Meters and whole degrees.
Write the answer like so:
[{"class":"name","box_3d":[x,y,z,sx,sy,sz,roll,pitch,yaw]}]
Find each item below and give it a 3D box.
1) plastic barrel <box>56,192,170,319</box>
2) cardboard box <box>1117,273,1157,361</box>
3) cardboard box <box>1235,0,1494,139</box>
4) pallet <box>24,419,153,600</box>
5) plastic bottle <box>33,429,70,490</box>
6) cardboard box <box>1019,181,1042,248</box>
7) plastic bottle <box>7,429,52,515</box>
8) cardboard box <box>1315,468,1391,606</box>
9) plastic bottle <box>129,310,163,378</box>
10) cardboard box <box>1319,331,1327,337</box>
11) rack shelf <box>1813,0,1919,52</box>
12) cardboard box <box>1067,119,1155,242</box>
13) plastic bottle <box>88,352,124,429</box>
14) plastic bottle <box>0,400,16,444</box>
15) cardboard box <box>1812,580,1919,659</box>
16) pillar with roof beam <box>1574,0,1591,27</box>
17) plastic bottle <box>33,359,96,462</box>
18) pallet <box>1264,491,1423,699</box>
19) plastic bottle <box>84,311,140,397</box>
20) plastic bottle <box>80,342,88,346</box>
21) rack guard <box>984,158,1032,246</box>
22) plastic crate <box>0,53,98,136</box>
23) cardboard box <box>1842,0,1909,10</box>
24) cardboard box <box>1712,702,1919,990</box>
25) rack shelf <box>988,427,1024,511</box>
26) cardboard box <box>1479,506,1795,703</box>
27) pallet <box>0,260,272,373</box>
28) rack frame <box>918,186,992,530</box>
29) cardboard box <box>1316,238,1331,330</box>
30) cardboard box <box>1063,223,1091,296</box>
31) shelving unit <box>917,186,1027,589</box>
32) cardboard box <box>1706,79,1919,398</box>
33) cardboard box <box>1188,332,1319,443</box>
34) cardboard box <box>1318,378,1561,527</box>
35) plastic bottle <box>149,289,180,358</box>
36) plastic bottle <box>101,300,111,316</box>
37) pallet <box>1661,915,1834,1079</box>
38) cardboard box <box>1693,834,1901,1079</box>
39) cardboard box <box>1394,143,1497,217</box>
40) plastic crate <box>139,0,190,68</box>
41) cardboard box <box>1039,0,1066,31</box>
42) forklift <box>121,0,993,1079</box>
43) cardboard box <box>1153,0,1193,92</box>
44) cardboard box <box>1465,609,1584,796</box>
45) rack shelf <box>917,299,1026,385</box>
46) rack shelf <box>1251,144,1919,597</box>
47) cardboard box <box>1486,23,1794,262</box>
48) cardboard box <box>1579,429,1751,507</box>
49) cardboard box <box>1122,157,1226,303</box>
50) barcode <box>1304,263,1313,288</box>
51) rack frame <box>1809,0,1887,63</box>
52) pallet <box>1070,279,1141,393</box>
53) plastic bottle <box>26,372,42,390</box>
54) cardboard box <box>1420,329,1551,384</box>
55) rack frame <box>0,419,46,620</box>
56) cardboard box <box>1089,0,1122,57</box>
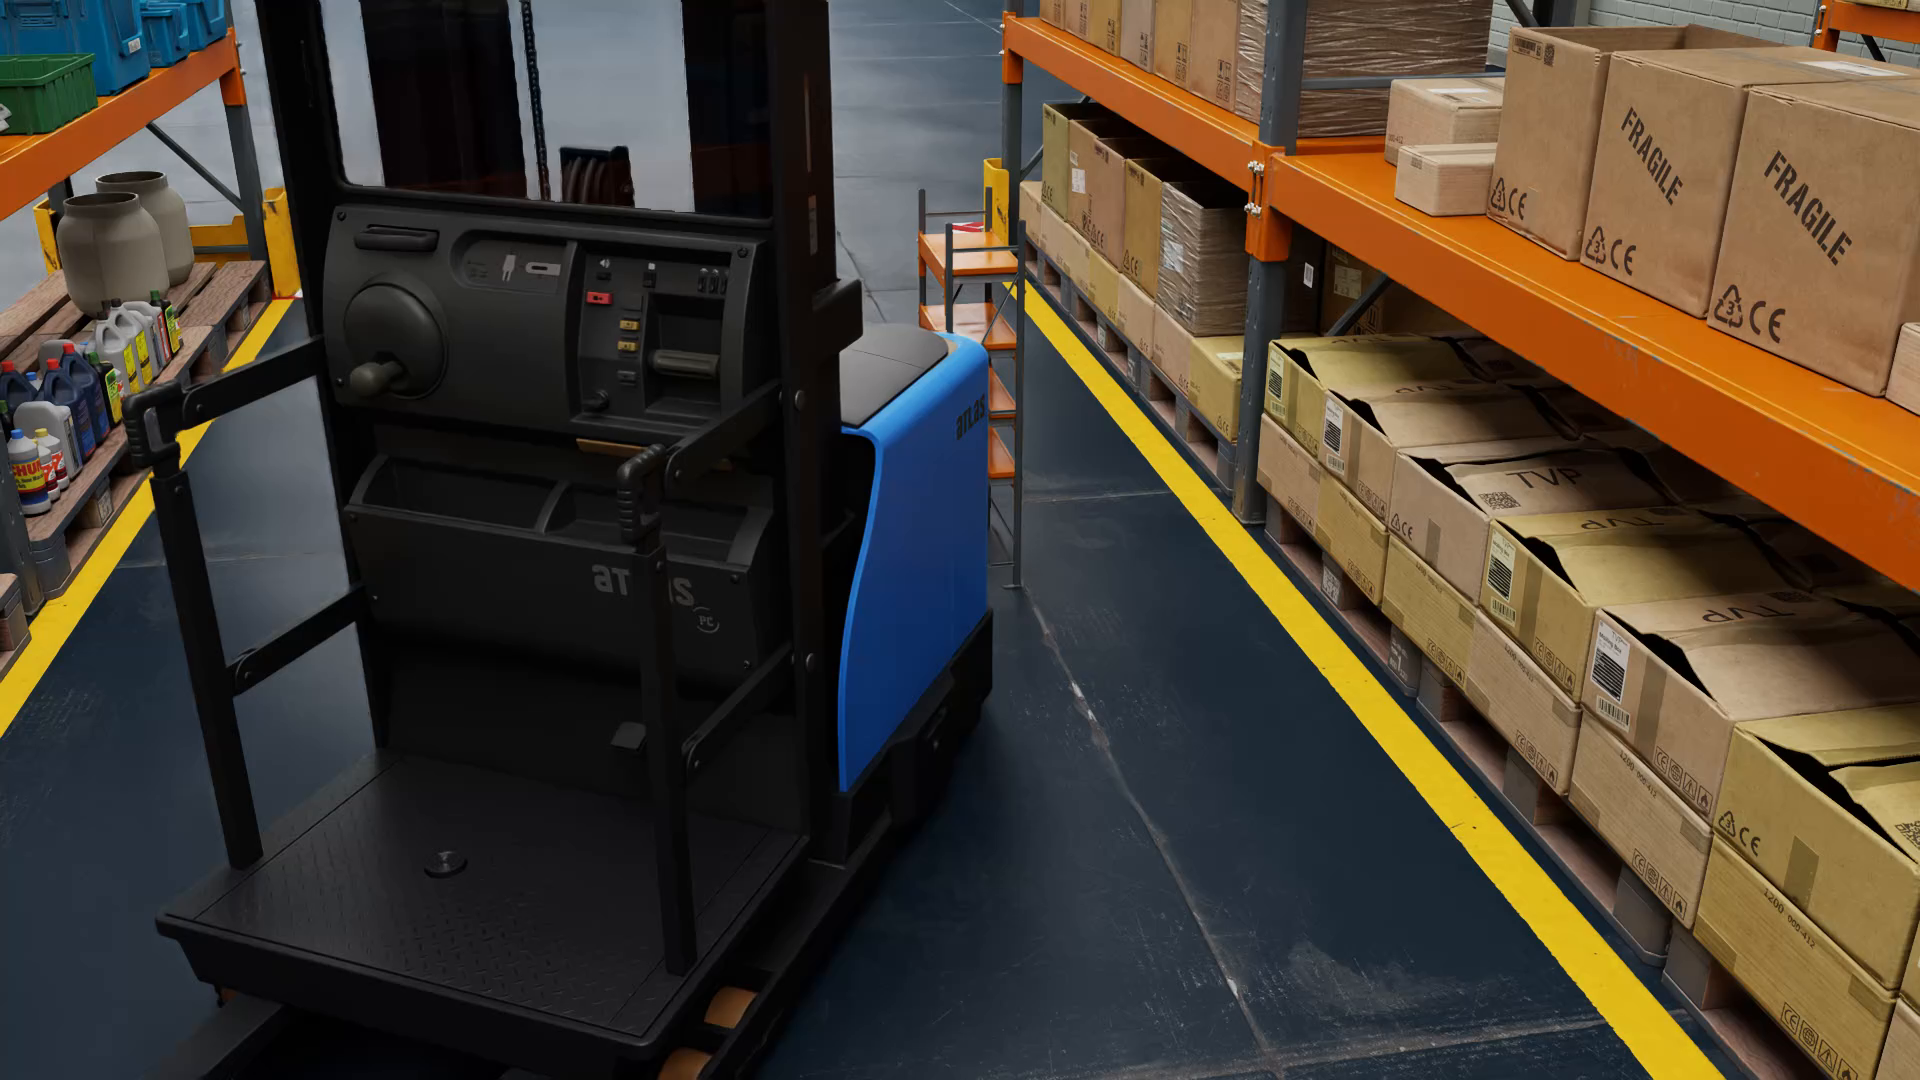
[{"class":"plastic barrel","box_3d":[-3.843,-1.291,7.542,0.421,0.512,0.421,0,24,0]},{"class":"cardboard box","box_3d":[0.985,-0.973,7.140,0.500,0.250,0.500,-4,24,-10]},{"class":"cardboard box","box_3d":[1.387,-1.701,5.772,0.700,0.500,0.500,-5,24,-11]},{"class":"pallet","box_3d":[-3.476,-0.105,5.727,1.003,0.211,1.213,-4,24,-10]},{"class":"plastic bottle","box_3d":[-3.059,-0.273,5.574,0.097,0.201,0.097,0,24,0]},{"class":"cardboard box","box_3d":[0.617,-1.759,8.941,0.500,0.250,0.500,-4,24,-10]},{"class":"plastic bottle","box_3d":[-3.021,-0.225,5.377,0.097,0.271,0.097,0,24,0]},{"class":"cardboard box","box_3d":[1.400,-0.035,4.994,0.500,0.250,0.500,-4,24,-8]},{"class":"plastic bottle","box_3d":[-3.317,-0.797,6.681,0.152,0.276,0.135,-5,24,-11]},{"class":"cardboard box","box_3d":[1.688,-0.618,6.329,0.500,0.250,0.500,-4,24,-10]},{"class":"rack shelf","box_3d":[5.973,-2.306,8.181,1.077,0.370,4.000,-4,24,-10]},{"class":"cardboard box","box_3d":[0.816,-1.711,7.893,0.500,0.500,0.500,-4,24,-10]},{"class":"plastic bottle","box_3d":[-3.159,-0.563,6.136,0.061,0.283,0.133,-3,24,-7]},{"class":"plastic bottle","box_3d":[-3.212,-0.348,5.642,0.061,0.283,0.133,-4,24,-10]},{"class":"cardboard box","box_3d":[2.210,0.268,3.598,0.500,0.311,0.500,-5,24,-11]},{"class":"pillar with roof beam","box_3d":[1.243,-8.002,12.828,9.100,9.000,0.400,-4,24,-10]},{"class":"plastic bottle","box_3d":[-3.134,-0.452,5.797,0.144,0.351,0.185,-4,24,-8]},{"class":"pallet","box_3d":[1.650,0.084,5.294,1.003,0.211,1.213,-4,24,-10]},{"class":"plastic bottle","box_3d":[-3.248,-0.693,6.350,0.144,0.351,0.185,-4,24,-10]},{"class":"plastic bottle","box_3d":[-3.393,-0.672,6.487,0.097,0.201,0.097,0,24,0]},{"class":"rack guard","box_3d":[0.732,-1.918,9.518,1.175,0.500,0.348,-4,24,-10]},{"class":"plastic crate","box_3d":[-3.367,-1.574,5.870,0.450,0.188,0.662,-4,24,-10]},{"class":"cardboard box","box_3d":[5.382,-3.147,9.371,0.500,0.250,0.500,-5,24,-11]},{"class":"cardboard box","box_3d":[1.774,0.511,3.042,0.500,0.311,0.500,-5,24,-11]},{"class":"rack shelf","box_3d":[0.031,-0.241,5.467,0.258,0.148,0.480,-4,24,-10]},{"class":"cardboard box","box_3d":[1.593,0.115,3.949,0.500,0.311,0.500,-4,24,-8]},{"class":"pallet","box_3d":[-3.927,-1.065,7.925,1.003,0.211,1.213,-4,24,-10]},{"class":"rack frame","box_3d":[-0.015,-0.581,5.581,0.240,1.200,0.015,-4,24,-10]},{"class":"cardboard box","box_3d":[1.597,-1.159,6.629,0.500,0.500,0.500,-4,24,-10]},{"class":"cardboard box","box_3d":[0.805,-1.366,8.041,0.500,0.250,0.500,-4,24,-10]},{"class":"shelving unit","box_3d":[0.031,-0.485,5.361,0.258,1.200,0.503,-4,24,-10]},{"class":"cardboard box","box_3d":[1.889,-0.612,3.279,0.500,0.500,0.500,-6,24,-13]},{"class":"cardboard box","box_3d":[1.175,-0.580,6.240,0.500,0.250,0.500,-4,24,-10]},{"class":"cardboard box","box_3d":[1.395,-0.292,4.881,0.500,0.311,0.500,-5,24,-10]},{"class":"plastic bottle","box_3d":[-3.323,-0.912,6.933,0.061,0.283,0.133,-4,24,-8]},{"class":"plastic bottle","box_3d":[-3.447,-0.847,6.785,0.061,0.283,0.133,-4,24,-10]},{"class":"pallet","box_3d":[2.101,1.043,3.097,1.003,0.211,1.213,-4,24,-10]},{"class":"cardboard box","box_3d":[1.780,0.769,3.153,0.500,0.250,0.500,-5,24,-10]},{"class":"cardboard box","box_3d":[1.439,-1.002,4.611,0.380,0.149,0.250,-4,24,-10]},{"class":"plastic crate","box_3d":[-3.632,-2.191,7.204,0.499,0.251,0.408,-4,24,-10]},{"class":"cardboard box","box_3d":[0.810,-2.916,8.553,0.700,0.500,0.500,-4,24,-10]},{"class":"forklift","box_3d":[-0.887,-0.395,2.993,1.130,2.935,3.031,8,25,18]},{"class":"cardboard box","box_3d":[1.195,-2.106,6.698,0.700,0.500,0.500,-4,24,-9]},{"class":"cardboard box","box_3d":[1.592,0.368,4.069,0.500,0.250,0.500,-4,24,-9]},{"class":"rack shelf","box_3d":[0.031,-0.628,5.298,0.258,0.148,0.480,-4,24,-10]},{"class":"rack shelf","box_3d":[1.845,-0.365,3.736,1.077,0.370,4.000,-4,24,-10]},{"class":"cardboard box","box_3d":[1.699,-1.016,4.204,0.500,0.500,0.500,-3,24,-6]},{"class":"cardboard box","box_3d":[2.025,-0.132,4.514,0.500,0.311,0.500,-4,24,-10]},{"class":"cardboard box","box_3d":[0.998,-1.317,6.992,0.500,0.500,0.500,-4,24,-10]},{"class":"barcode","box_3d":[1.114,-0.846,5.313,0.001,0.075,0.075,-4,24,-10]},{"class":"rack frame","box_3d":[5.604,-3.422,9.839,1.000,3.000,0.127,-4,24,-10]},{"class":"pallet","box_3d":[1.141,-1.000,7.776,1.003,0.211,1.213,-4,24,-10]},{"class":"plastic bottle","box_3d":[-3.280,-0.464,5.923,0.097,0.271,0.097,0,24,0]},{"class":"cardboard box","box_3d":[1.832,-0.532,5.431,0.500,0.311,0.500,-4,24,-10]},{"class":"rack frame","box_3d":[-3.393,-1.116,4.557,1.000,3.000,0.127,-4,24,-10]},{"class":"cardboard box","box_3d":[0.998,-2.514,7.633,0.700,0.500,0.500,-4,24,-9]}]
